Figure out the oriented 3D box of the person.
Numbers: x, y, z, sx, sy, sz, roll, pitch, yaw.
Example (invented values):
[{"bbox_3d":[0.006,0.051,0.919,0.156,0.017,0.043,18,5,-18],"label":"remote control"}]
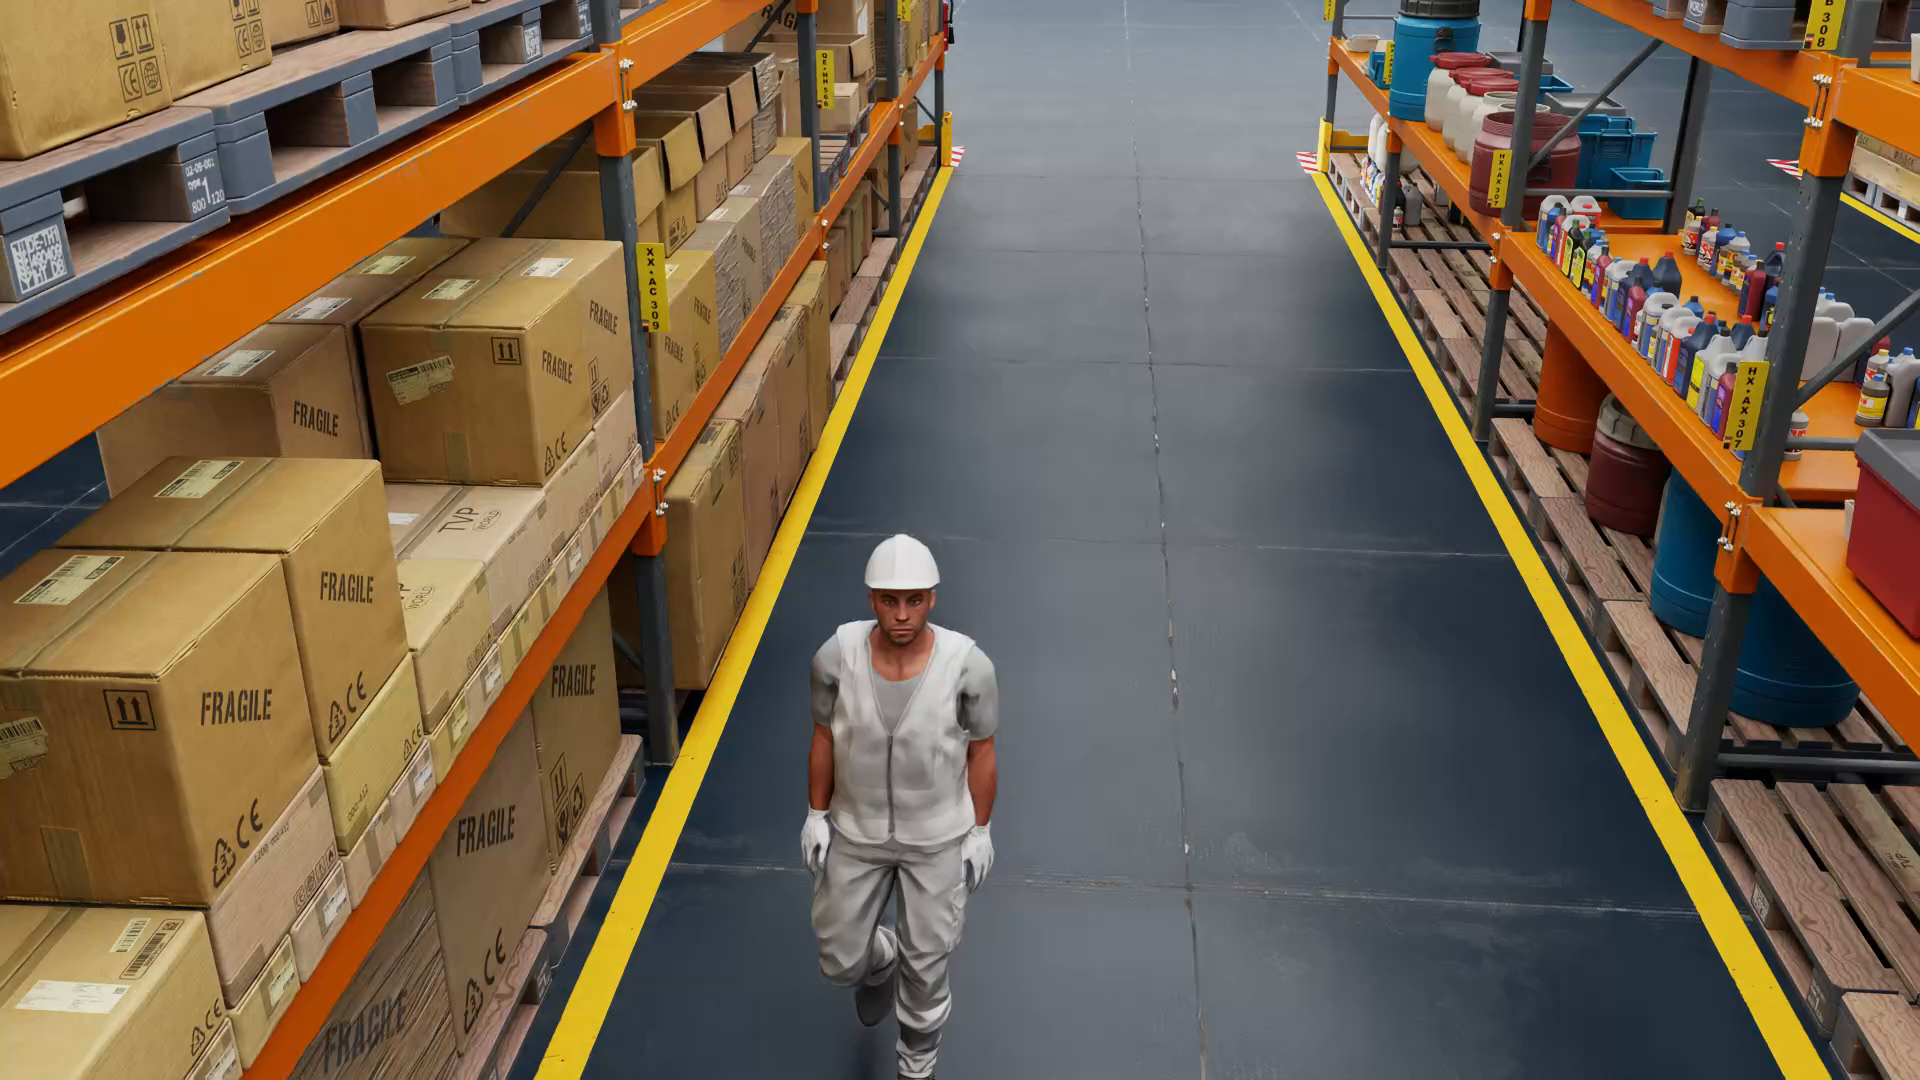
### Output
[{"bbox_3d":[-0.174,0.804,4.723,0.563,1.779,0.569,3,24,7],"label":"person"}]
